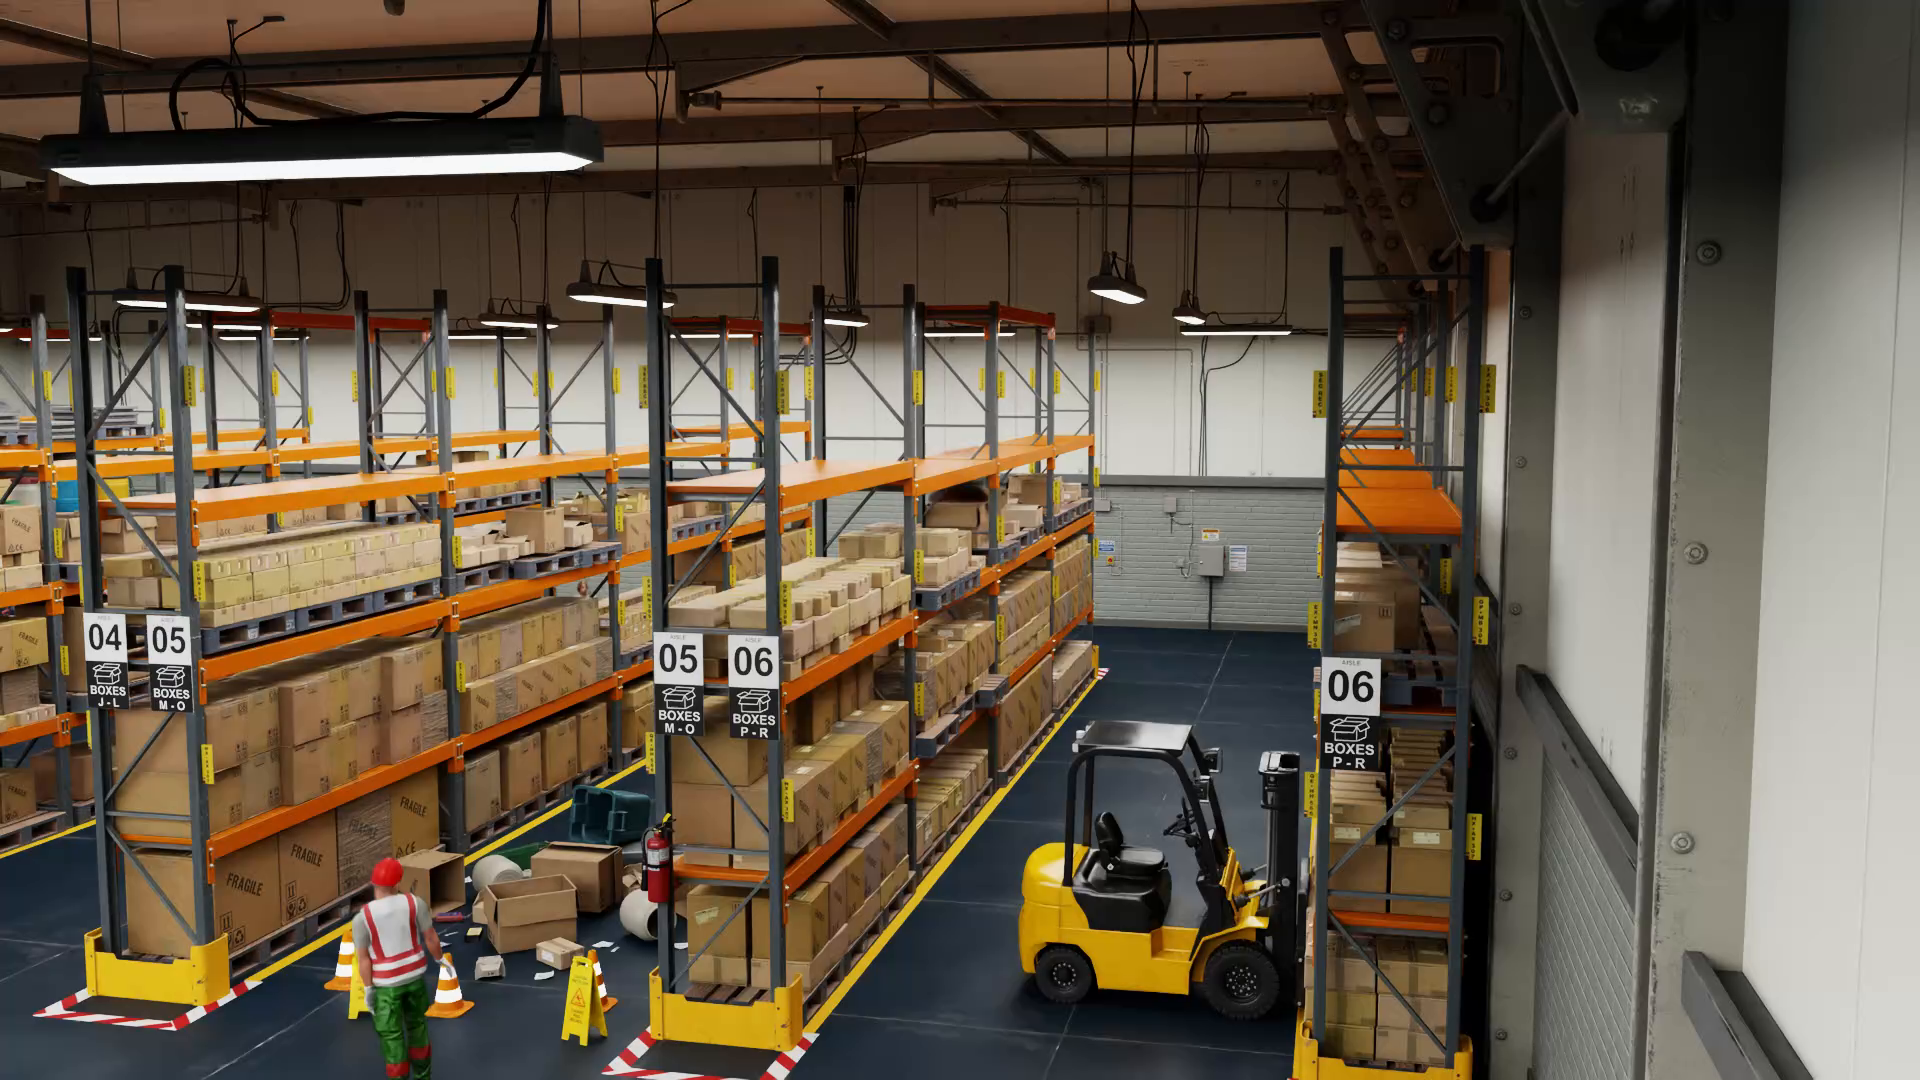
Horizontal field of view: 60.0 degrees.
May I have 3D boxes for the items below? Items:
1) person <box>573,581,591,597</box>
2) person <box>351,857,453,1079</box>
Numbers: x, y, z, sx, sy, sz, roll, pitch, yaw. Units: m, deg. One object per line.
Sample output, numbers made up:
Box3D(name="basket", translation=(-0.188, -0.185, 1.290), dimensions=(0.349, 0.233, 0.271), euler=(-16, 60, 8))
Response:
Box3D(name="person", translation=(-6.513, 1.474, 28.797), dimensions=(0.402, 1.555, 0.823), euler=(1, 6, 11))
Box3D(name="person", translation=(-3.921, 3.087, 11.693), dimensions=(0.420, 1.801, 0.730), euler=(5, 8, 41))
